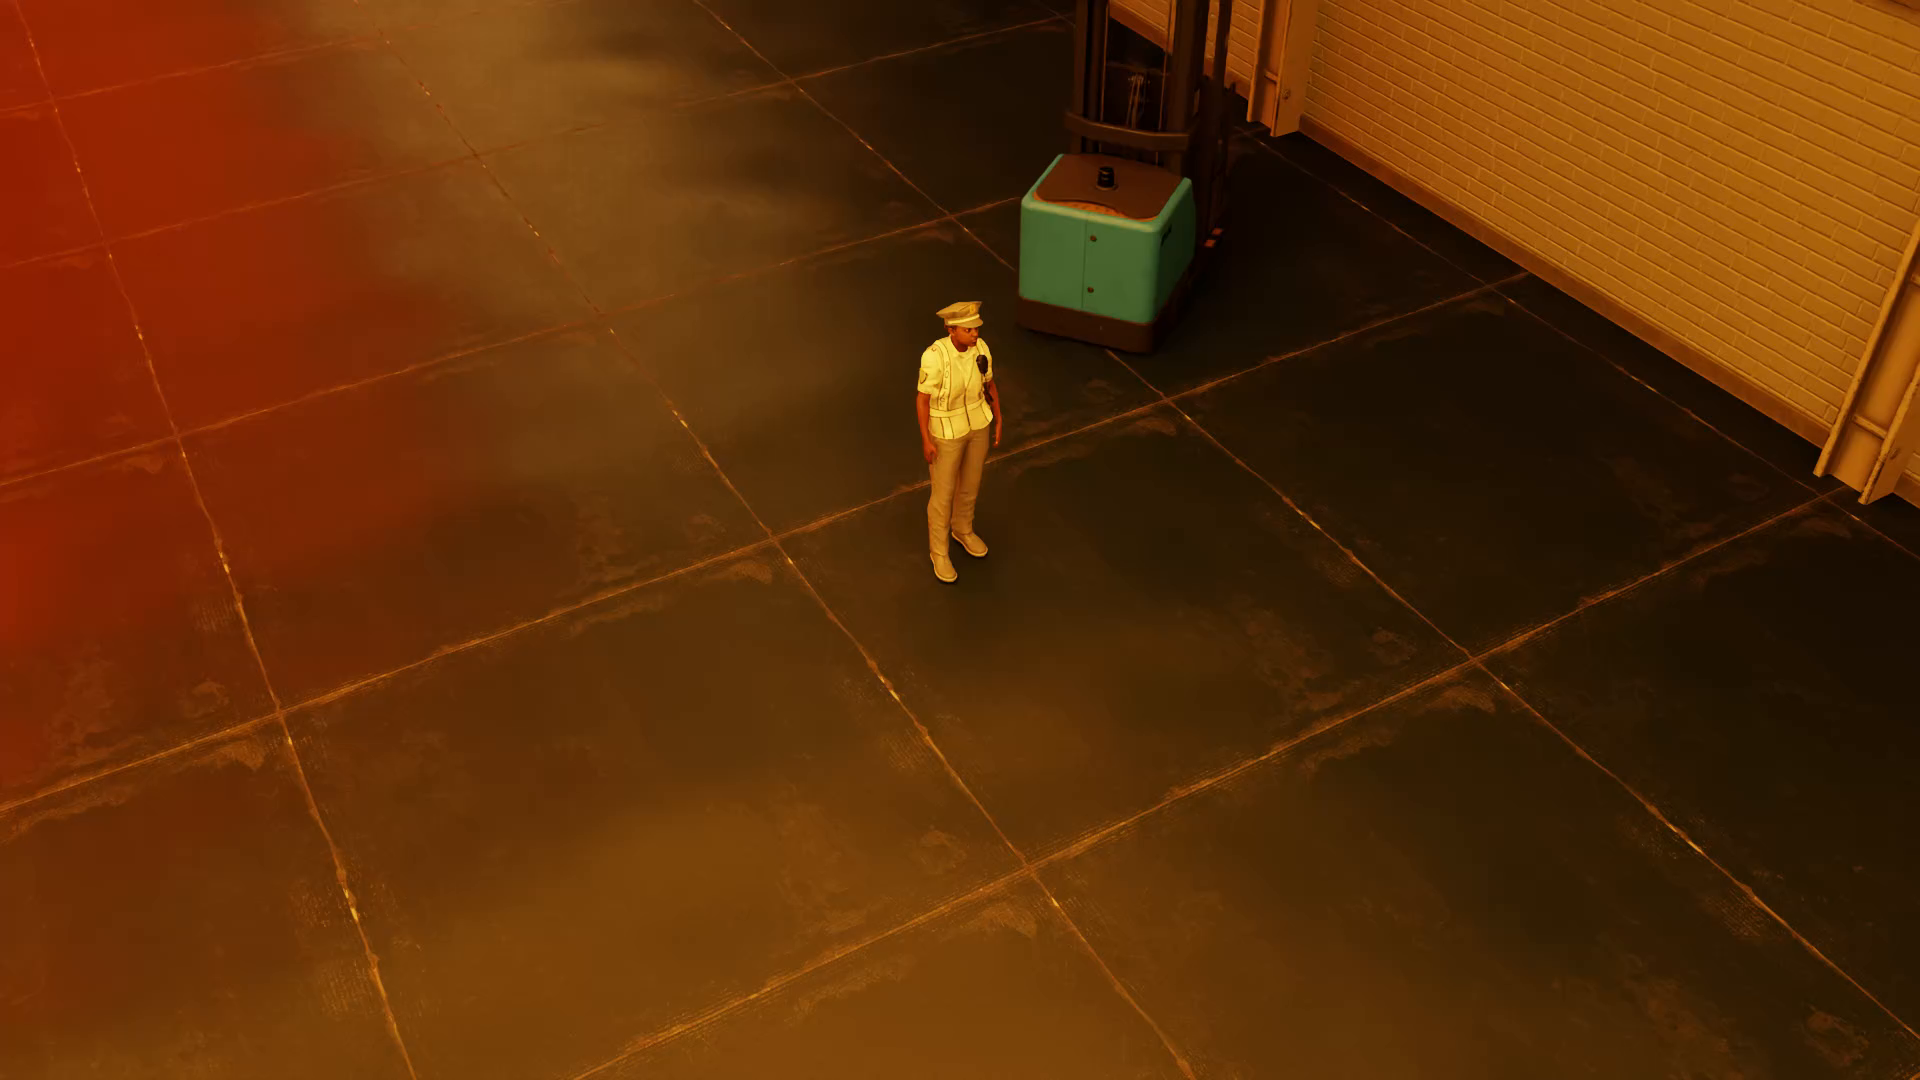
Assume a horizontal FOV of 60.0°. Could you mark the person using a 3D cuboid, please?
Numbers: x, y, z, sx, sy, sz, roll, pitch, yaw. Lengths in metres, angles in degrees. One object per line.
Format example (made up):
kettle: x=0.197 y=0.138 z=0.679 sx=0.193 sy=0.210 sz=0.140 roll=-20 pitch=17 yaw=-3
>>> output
person: x=0.020 y=-0.610 z=9.729 sx=0.570 sy=1.695 sz=0.530 roll=-20 pitch=44 yaw=-23

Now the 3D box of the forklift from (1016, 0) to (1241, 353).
forklift: x=1.447 y=-3.400 z=12.135 sx=1.130 sy=2.935 sz=3.031 roll=15 pitch=42 yaw=17
